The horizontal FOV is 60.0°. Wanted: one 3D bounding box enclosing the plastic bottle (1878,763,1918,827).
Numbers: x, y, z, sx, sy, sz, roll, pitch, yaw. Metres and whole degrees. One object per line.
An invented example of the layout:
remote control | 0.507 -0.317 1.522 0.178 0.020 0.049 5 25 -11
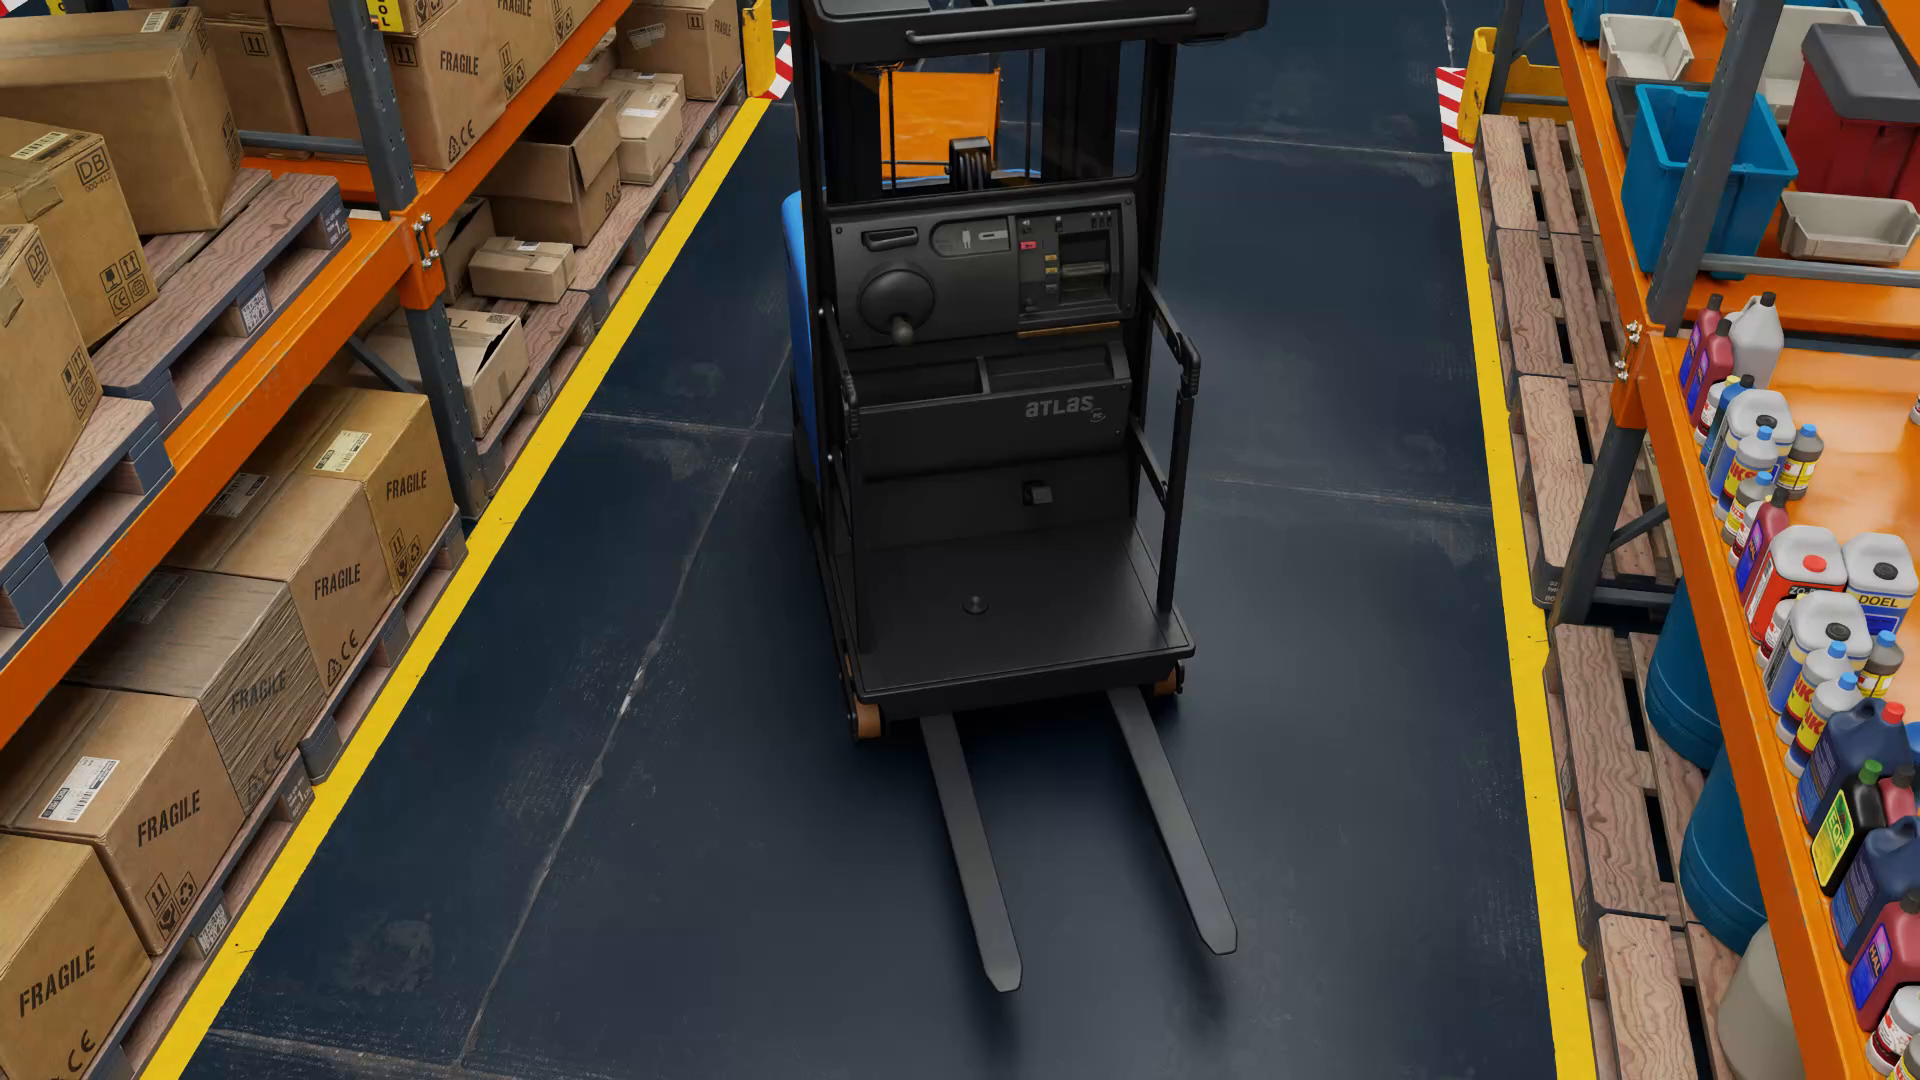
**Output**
plastic bottle | 1.831 0.577 3.289 0.061 0.283 0.133 6 40 8

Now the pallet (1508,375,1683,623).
pallet | 2.650 -0.158 6.275 1.003 0.211 1.213 6 40 8

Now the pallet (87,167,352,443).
pallet | -2.563 -0.752 4.956 1.003 0.211 1.213 6 40 8

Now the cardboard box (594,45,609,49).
cardboard box | -2.079 -2.522 8.824 0.380 0.166 0.250 6 40 8

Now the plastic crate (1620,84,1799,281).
plastic crate | 2.306 -1.114 5.209 0.392 0.384 0.575 6 40 8

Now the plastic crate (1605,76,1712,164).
plastic crate | 2.490 -1.416 5.778 0.437 0.125 0.590 6 40 8

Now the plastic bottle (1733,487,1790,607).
plastic bottle | 1.924 0.018 3.965 0.061 0.283 0.133 6 40 8

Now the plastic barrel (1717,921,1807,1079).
plastic barrel | 2.142 1.158 4.118 0.421 0.512 0.421 0 40 0

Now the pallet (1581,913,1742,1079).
pallet | 2.178 1.555 4.203 1.003 0.211 1.213 6 40 8

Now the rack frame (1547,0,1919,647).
rack frame | 2.561 -0.767 4.824 1.000 3.000 0.127 6 40 8

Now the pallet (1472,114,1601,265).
pallet | 3.072 -1.689 8.128 1.003 0.211 1.213 6 40 8

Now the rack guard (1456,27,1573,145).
rack guard | 3.245 -2.330 8.676 1.175 0.500 0.348 6 40 8

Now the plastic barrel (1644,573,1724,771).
plastic barrel | 2.450 0.219 4.948 0.600 0.901 0.708 6 40 8

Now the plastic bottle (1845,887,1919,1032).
plastic bottle | 1.716 0.770 3.056 0.061 0.283 0.133 6 40 8

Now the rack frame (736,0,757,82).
rack frame | -1.625 -3.826 8.523 1.000 3.000 0.127 6 40 8

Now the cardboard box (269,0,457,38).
cardboard box | -1.958 -2.004 5.457 0.500 0.500 0.500 7 40 9

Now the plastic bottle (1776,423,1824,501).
plastic bottle | 2.168 -0.210 4.306 0.097 0.201 0.097 0 40 0

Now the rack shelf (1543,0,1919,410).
rack shelf | 2.907 -1.745 6.571 1.077 0.370 4.000 6 40 8

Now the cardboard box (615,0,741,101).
cardboard box | -1.476 -2.664 8.734 0.500 0.500 0.500 6 40 8

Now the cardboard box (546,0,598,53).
cardboard box | -1.786 -2.279 6.574 0.500 0.500 0.500 6 40 7

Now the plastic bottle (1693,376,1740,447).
plastic bottle | 2.052 -0.349 4.474 0.097 0.201 0.097 0 40 0

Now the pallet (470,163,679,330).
pallet | -1.988 -1.439 7.826 1.003 0.211 1.213 6 40 8

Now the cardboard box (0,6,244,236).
cardboard box | -2.619 -1.243 4.992 0.700 0.500 0.500 -6 40 -7

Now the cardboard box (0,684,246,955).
cardboard box | -2.387 0.763 4.589 0.500 0.500 0.500 5 40 6

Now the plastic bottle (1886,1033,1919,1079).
plastic bottle | 1.698 0.937 2.918 0.097 0.201 0.097 0 40 0

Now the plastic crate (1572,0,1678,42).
plastic crate | 2.606 -2.103 6.523 0.416 0.233 0.300 6 40 8

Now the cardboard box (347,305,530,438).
cardboard box | -2.031 -0.688 6.493 0.500 0.311 0.500 6 40 8

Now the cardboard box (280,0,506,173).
cardboard box | -1.960 -1.644 5.806 0.500 0.500 0.500 7 40 9

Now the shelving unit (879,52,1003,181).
shelving unit | -0.110 -1.393 7.052 0.538 1.125 1.048 2 40 2

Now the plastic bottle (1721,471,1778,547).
plastic bottle | 1.978 -0.081 4.150 0.097 0.201 0.097 0 40 0

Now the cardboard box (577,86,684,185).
cardboard box | -1.670 -1.974 8.097 0.500 0.250 0.500 6 40 8

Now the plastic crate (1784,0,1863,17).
plastic crate | 3.150 -1.919 6.301 0.416 0.233 0.300 6 40 8

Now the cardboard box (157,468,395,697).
cardboard box | -2.214 0.129 5.356 0.500 0.500 0.500 7 40 8

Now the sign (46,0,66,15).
sign | -2.853 -1.704 5.278 0.100 0.325 0.005 6 40 8

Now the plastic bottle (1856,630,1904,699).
plastic bottle | 2.031 0.287 3.705 0.097 0.201 0.097 0 40 0

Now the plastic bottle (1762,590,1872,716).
plastic bottle | 1.905 0.256 3.684 0.152 0.276 0.135 6 40 8

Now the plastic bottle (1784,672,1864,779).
plastic bottle | 1.841 0.389 3.527 0.097 0.271 0.097 0 40 0

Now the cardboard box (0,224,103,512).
cardboard box | -2.562 -0.400 3.972 0.700 0.500 0.500 -3 40 -4

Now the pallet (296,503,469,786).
pallet | -2.420 0.274 5.753 1.003 0.211 1.213 6 40 8

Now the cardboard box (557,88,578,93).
cardboard box | -2.171 -1.998 8.125 0.500 0.250 0.500 6 40 8

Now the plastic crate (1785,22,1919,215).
plastic crate | 2.963 -1.347 5.428 0.402 0.464 0.583 6 40 8

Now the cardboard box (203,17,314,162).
cardboard box | -2.483 -1.696 5.869 0.500 0.500 0.500 7 40 8

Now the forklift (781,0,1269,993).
forklift | 0.126 -0.737 4.841 1.130 2.935 3.031 -7 40 -9

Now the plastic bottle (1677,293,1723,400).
plastic bottle | 2.077 -0.539 4.639 0.061 0.283 0.133 6 40 8

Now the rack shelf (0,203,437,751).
rack shelf | -2.663 0.217 4.198 1.077 0.370 4.000 6 40 8

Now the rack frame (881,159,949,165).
rack frame | -0.136 -1.069 6.660 0.500 1.125 0.032 2 40 2

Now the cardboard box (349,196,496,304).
cardboard box | -2.368 -1.308 7.243 0.500 0.311 0.500 6 40 8

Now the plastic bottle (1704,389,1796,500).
plastic bottle | 2.042 -0.241 4.285 0.152 0.276 0.135 6 40 8

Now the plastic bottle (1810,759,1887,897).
plastic bottle | 1.772 0.570 3.298 0.061 0.283 0.133 6 40 8
